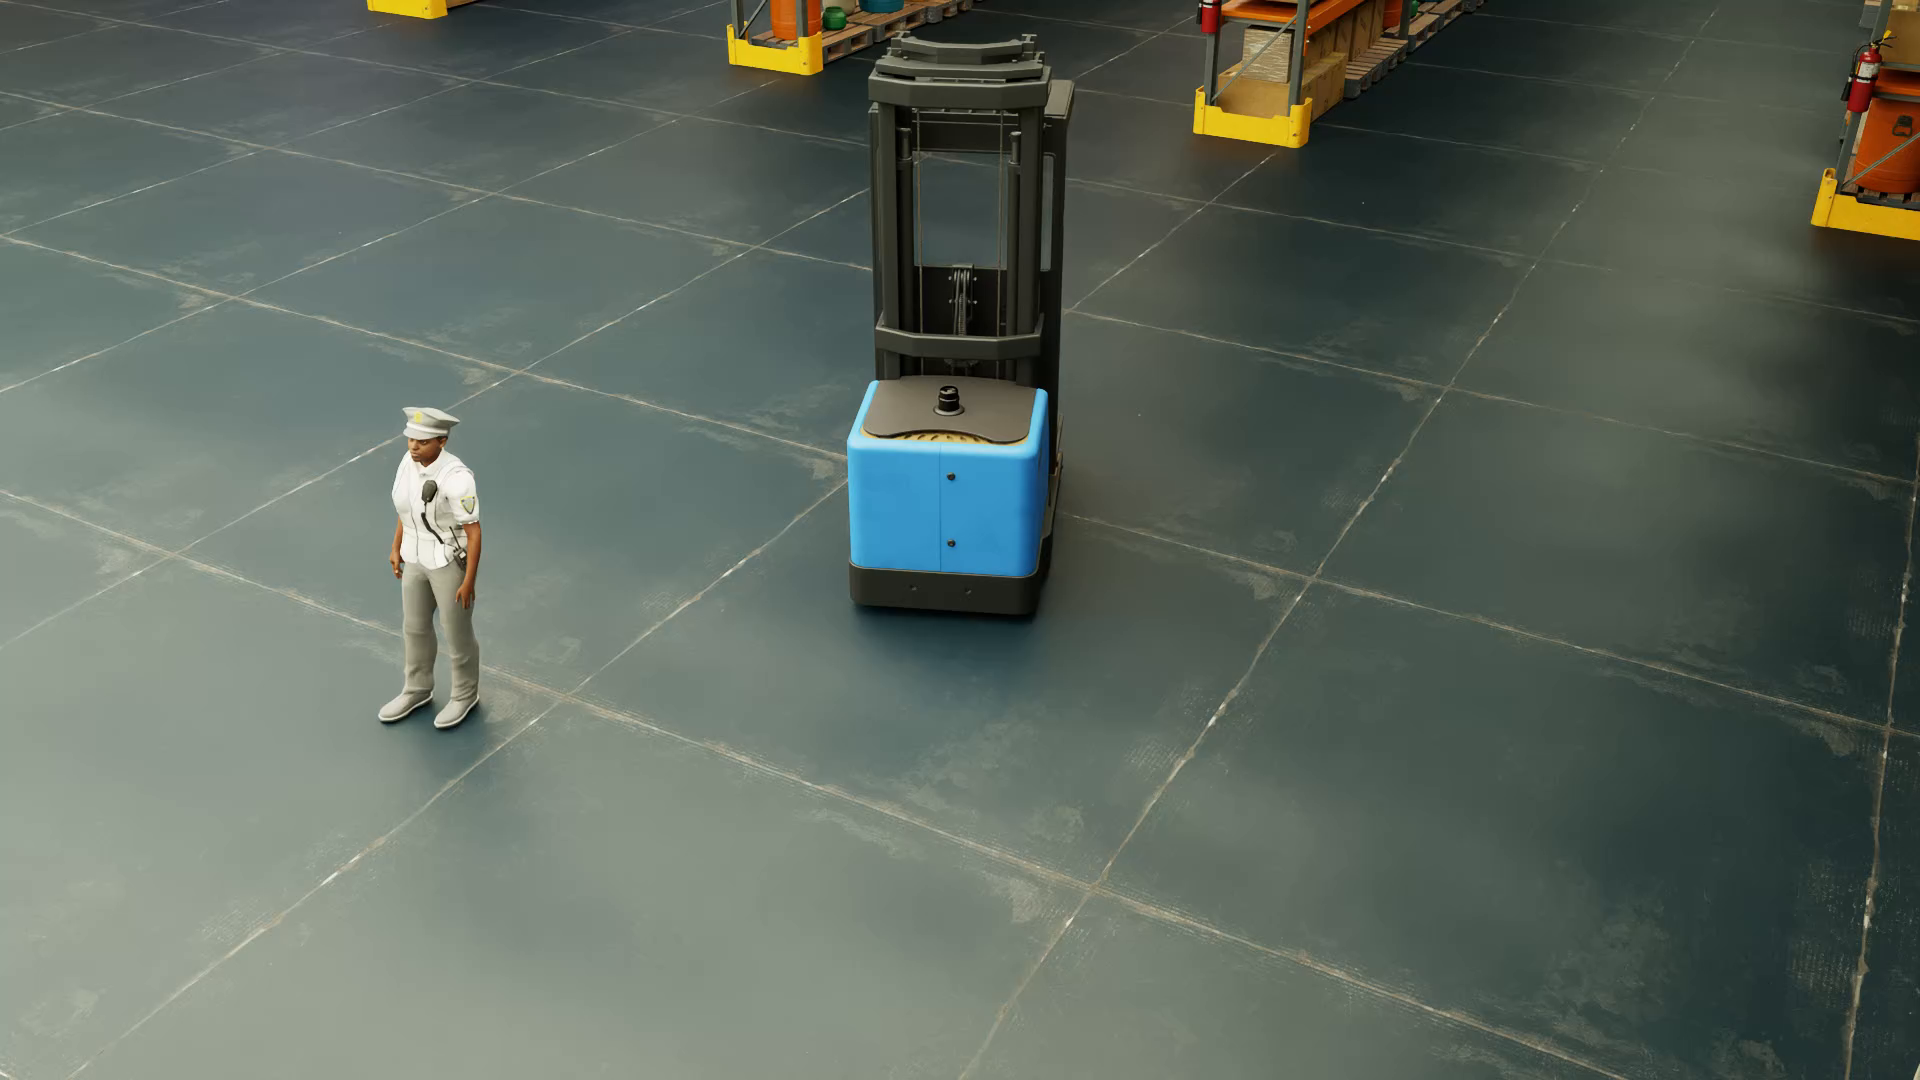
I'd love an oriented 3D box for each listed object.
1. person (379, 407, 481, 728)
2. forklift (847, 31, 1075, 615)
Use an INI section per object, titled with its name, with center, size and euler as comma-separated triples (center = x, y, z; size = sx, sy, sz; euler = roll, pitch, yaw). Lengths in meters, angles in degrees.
[person]
center = -2.585, 0.136, 8.057
size = 0.570, 1.695, 0.530
euler = 17, 34, 27
[forklift]
center = 0.072, -1.572, 9.794
size = 1.130, 2.935, 3.031
euler = 3, 30, 6
